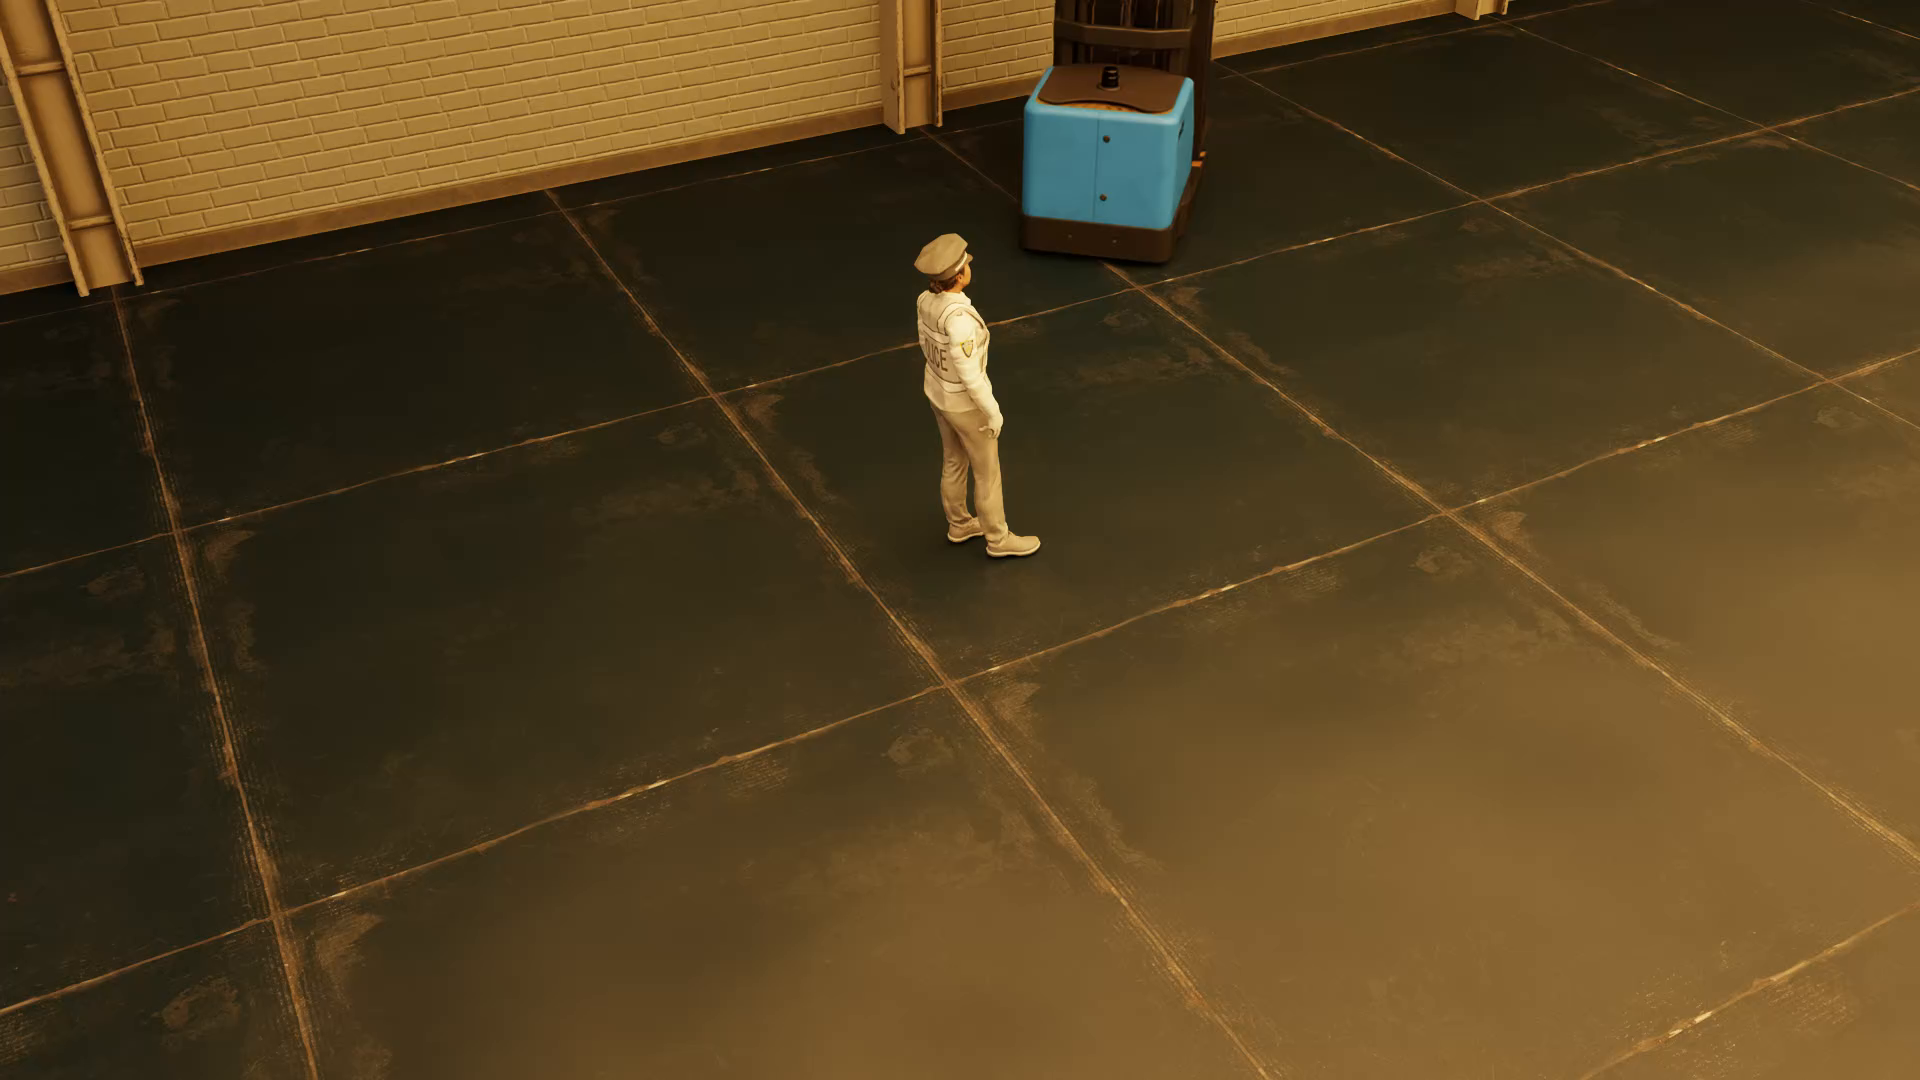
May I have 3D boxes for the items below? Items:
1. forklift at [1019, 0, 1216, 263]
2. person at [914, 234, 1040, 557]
[{"bbox_3d":[1.261,-3.907,11.650,1.130,2.935,3.031,8,36,12],"label":"forklift"},{"bbox_3d":[0.064,-0.713,8.191,0.531,1.695,0.587,-17,39,-23],"label":"person"}]
